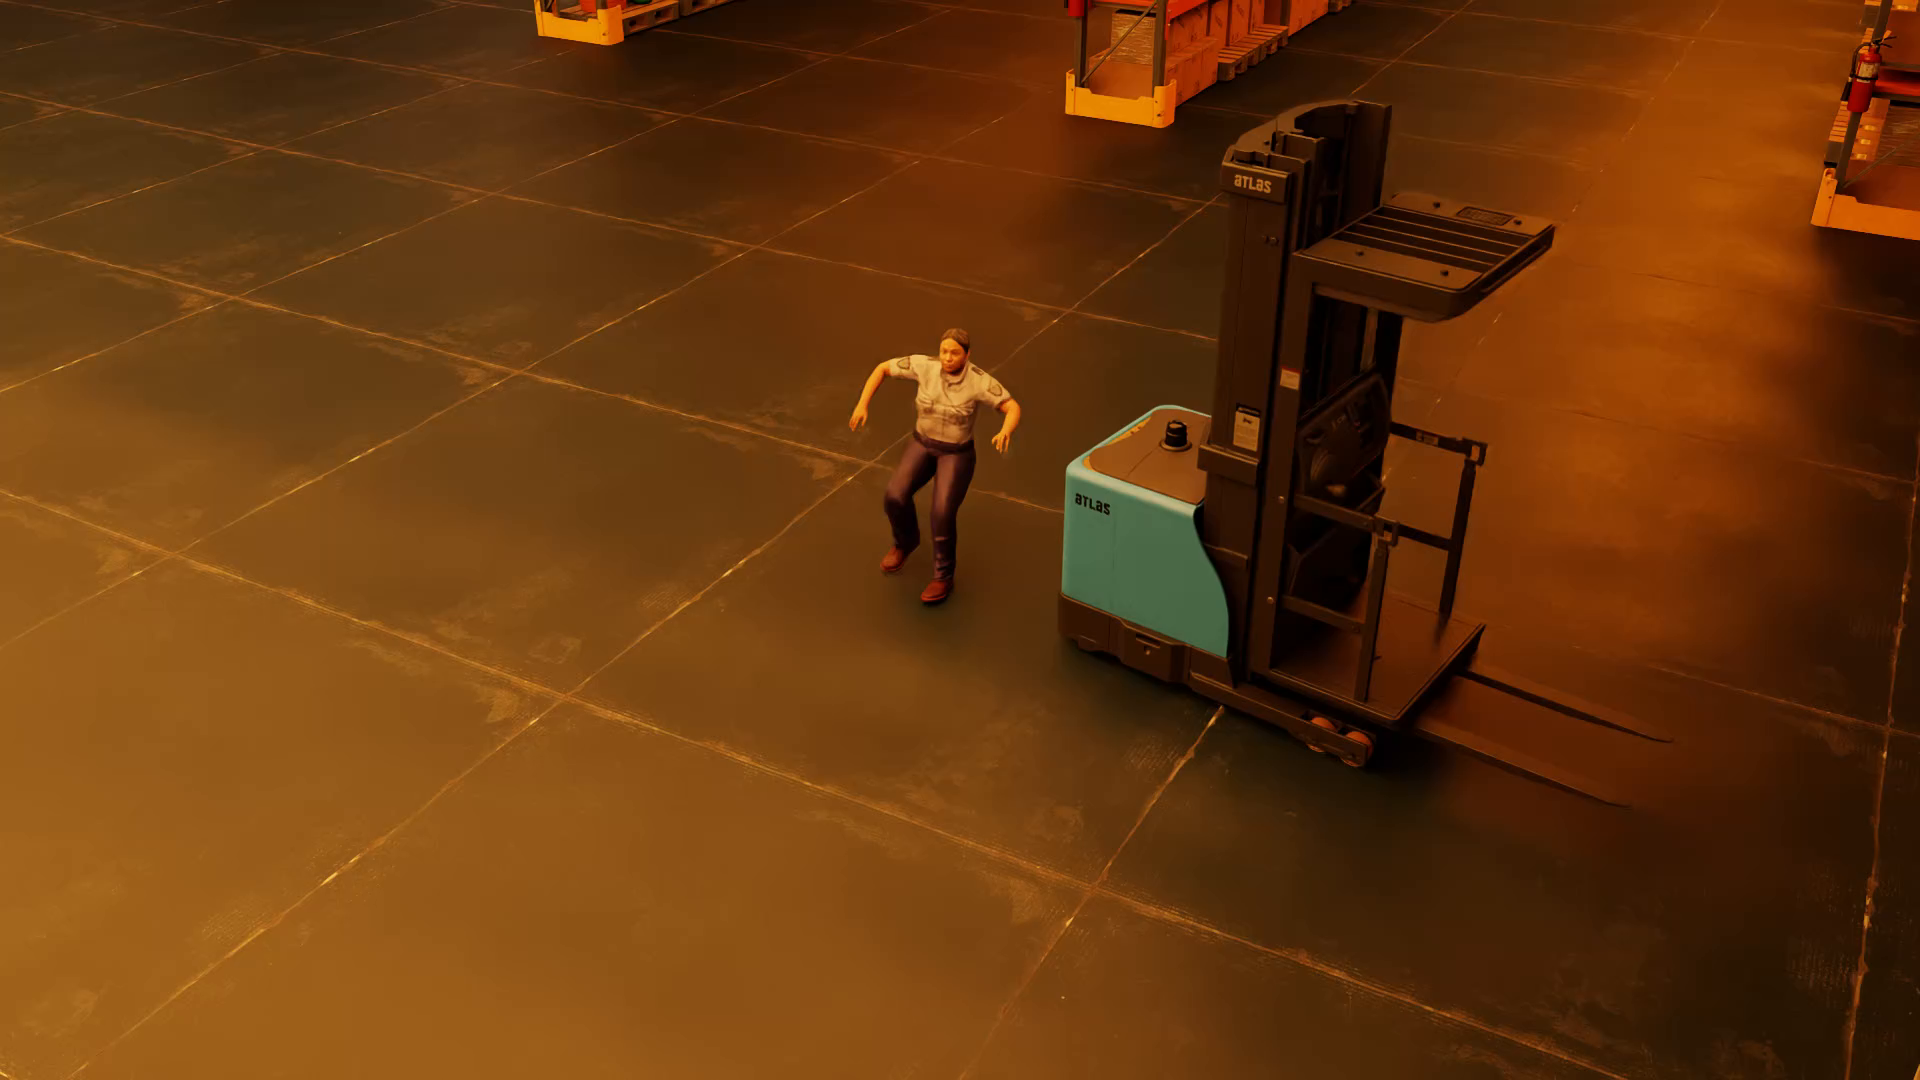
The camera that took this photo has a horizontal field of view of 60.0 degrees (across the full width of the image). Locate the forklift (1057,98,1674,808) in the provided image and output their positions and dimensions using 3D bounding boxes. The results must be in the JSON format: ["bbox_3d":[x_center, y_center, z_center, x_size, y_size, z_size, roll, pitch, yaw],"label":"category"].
[{"bbox_3d":[2.006,-0.468,7.882,3.031,2.935,1.130,21,36,32],"label":"forklift"}]

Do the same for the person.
[{"bbox_3d":[-0.164,-0.441,9.335,0.990,1.419,0.787,6,31,10],"label":"person"}]
